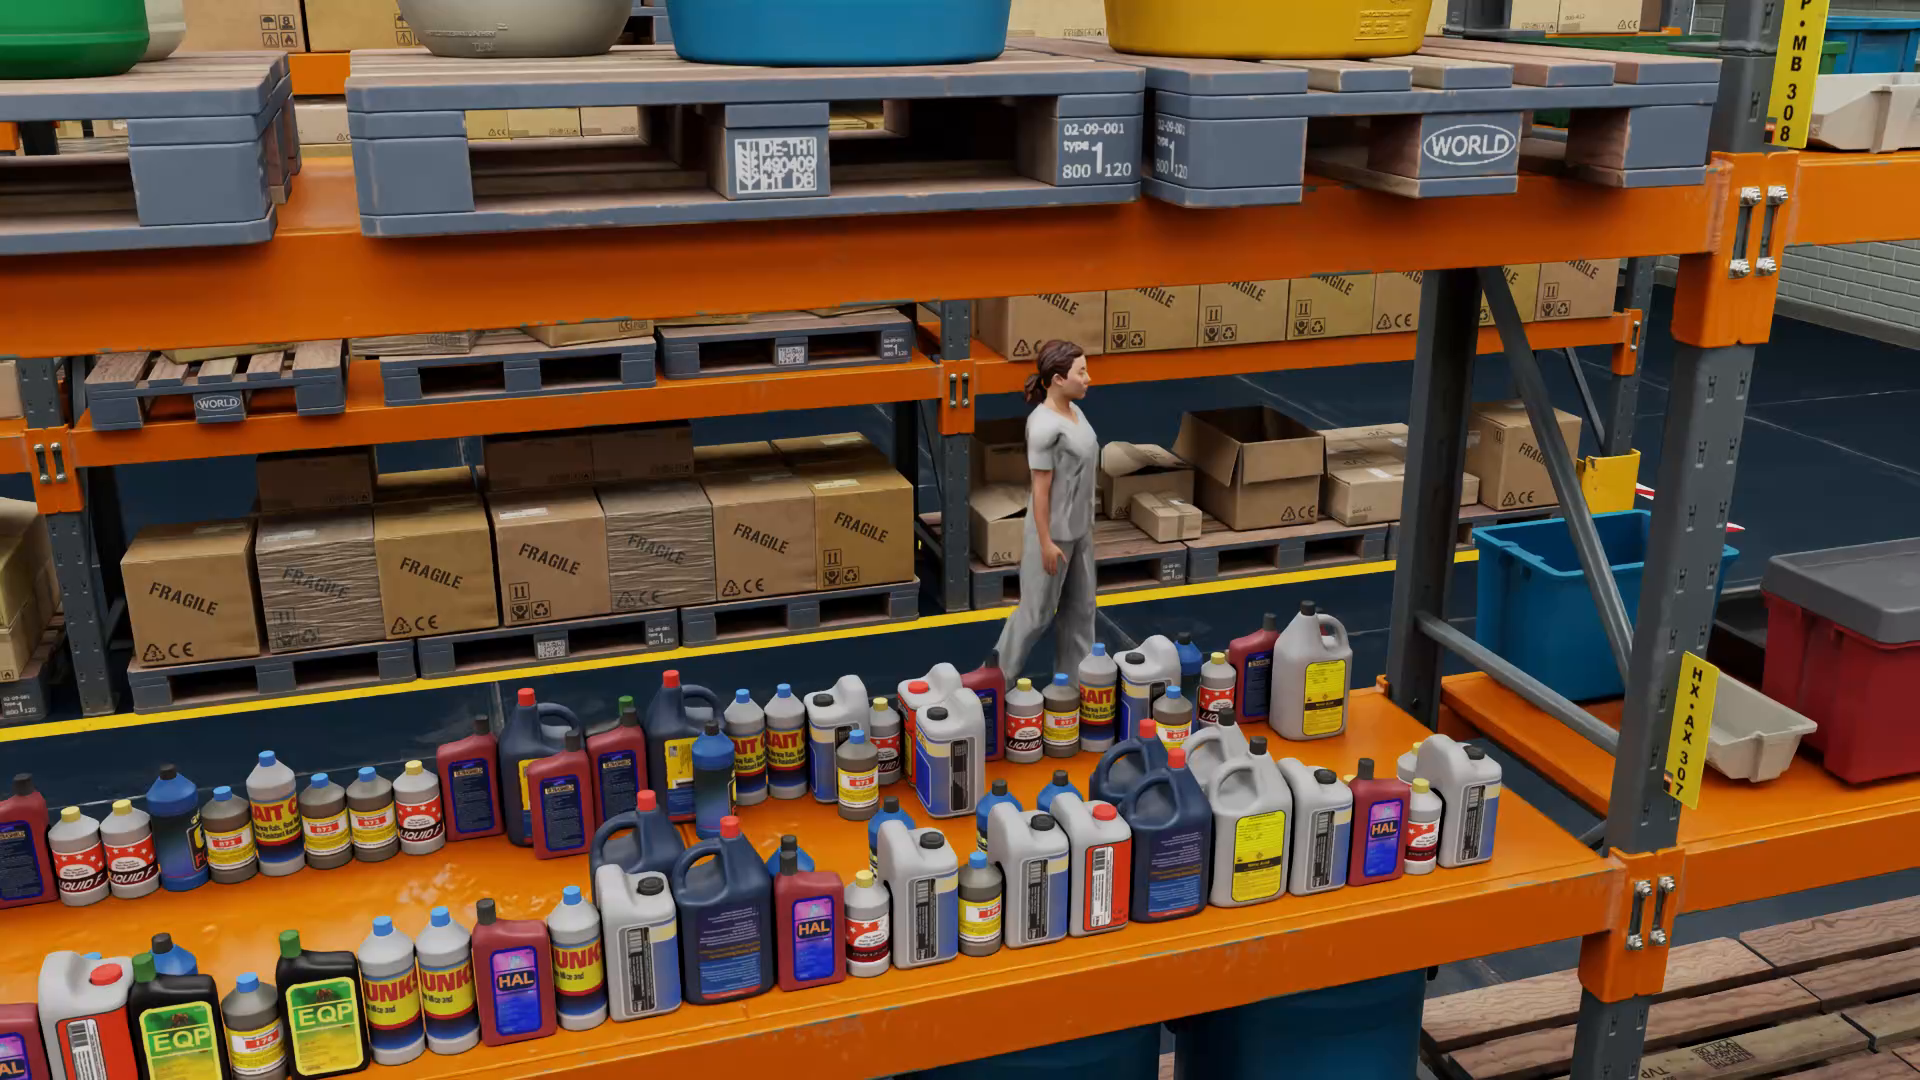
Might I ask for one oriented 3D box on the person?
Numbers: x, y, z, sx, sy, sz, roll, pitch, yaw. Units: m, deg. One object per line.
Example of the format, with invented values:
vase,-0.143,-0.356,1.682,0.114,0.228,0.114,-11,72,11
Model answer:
person,0.394,-0.031,7.142,0.627,1.671,0.482,10,22,26
